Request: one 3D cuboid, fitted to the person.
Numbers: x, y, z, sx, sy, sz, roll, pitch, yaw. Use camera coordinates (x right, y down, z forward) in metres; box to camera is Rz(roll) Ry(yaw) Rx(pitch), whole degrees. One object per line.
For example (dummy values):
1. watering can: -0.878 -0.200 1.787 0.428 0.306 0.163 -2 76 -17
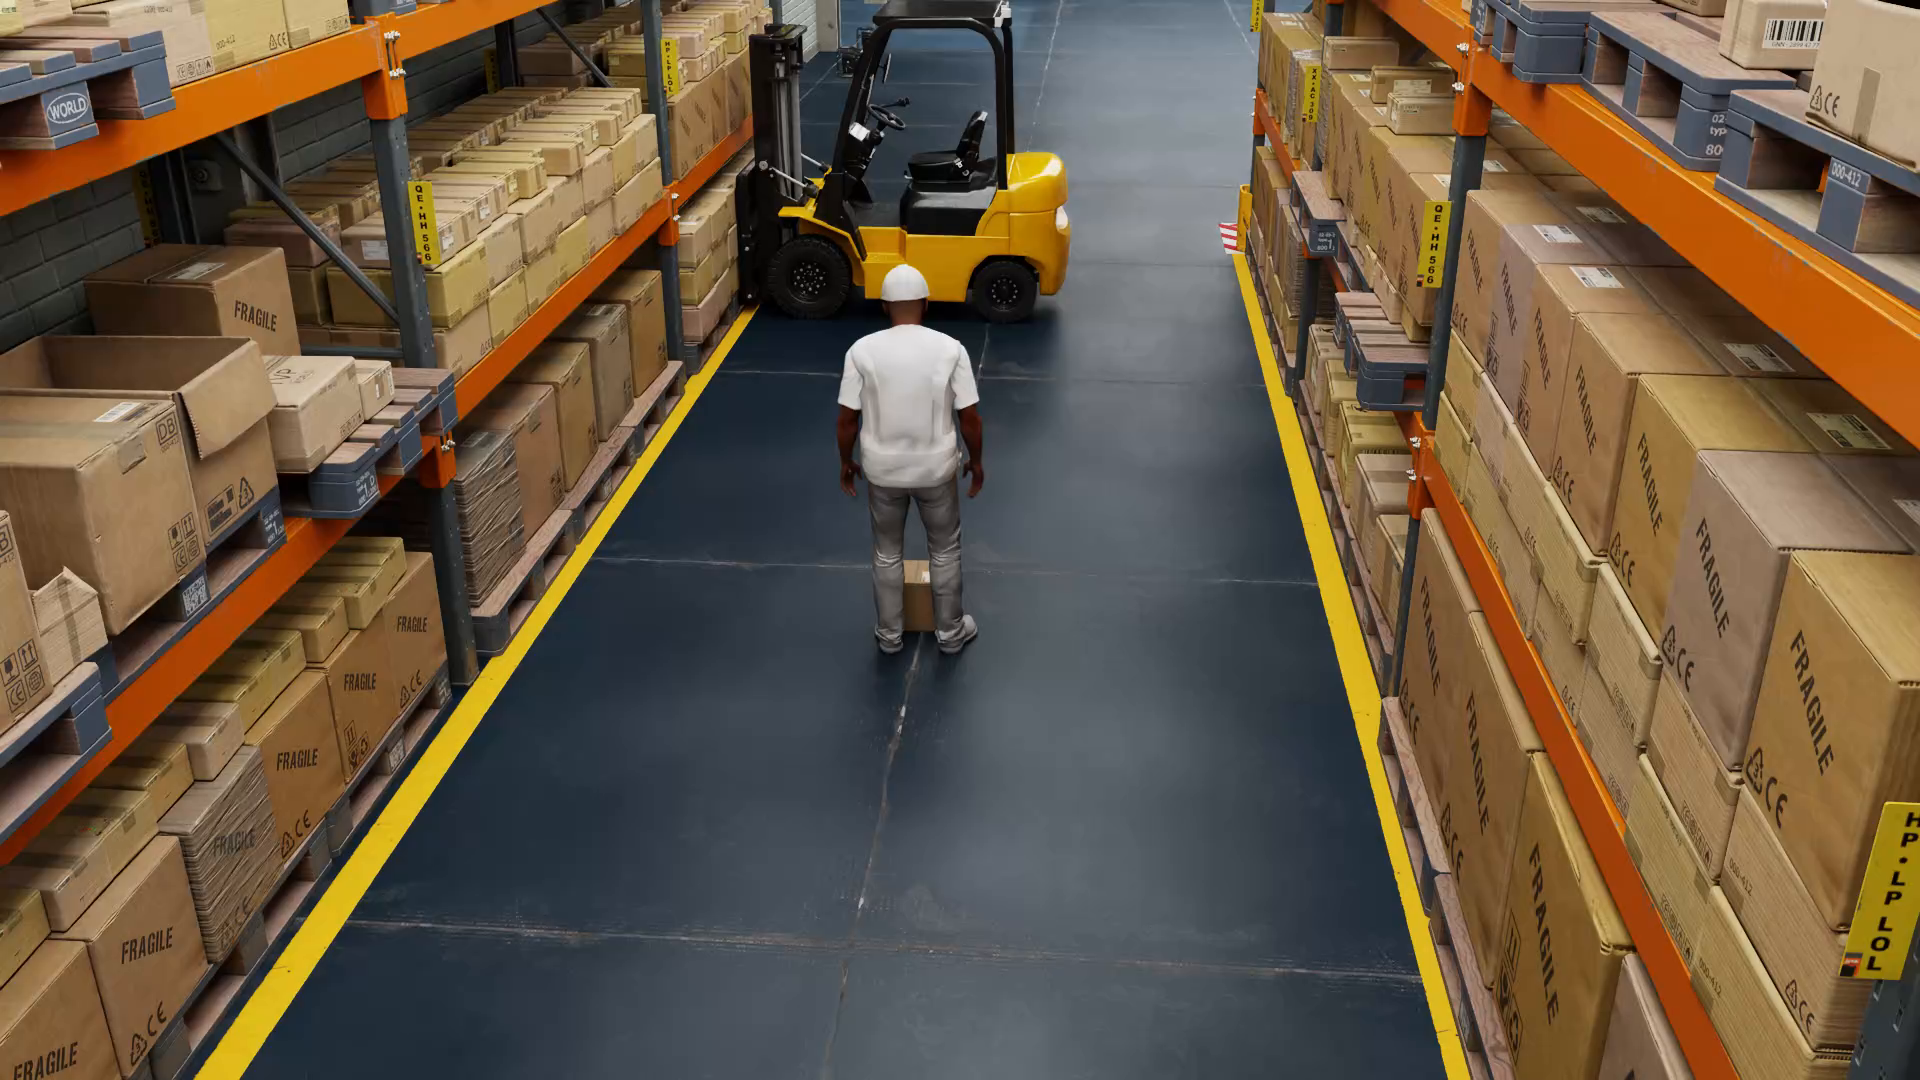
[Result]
1. person: -0.213 -0.332 7.319 0.638 1.757 0.459 1 24 2
